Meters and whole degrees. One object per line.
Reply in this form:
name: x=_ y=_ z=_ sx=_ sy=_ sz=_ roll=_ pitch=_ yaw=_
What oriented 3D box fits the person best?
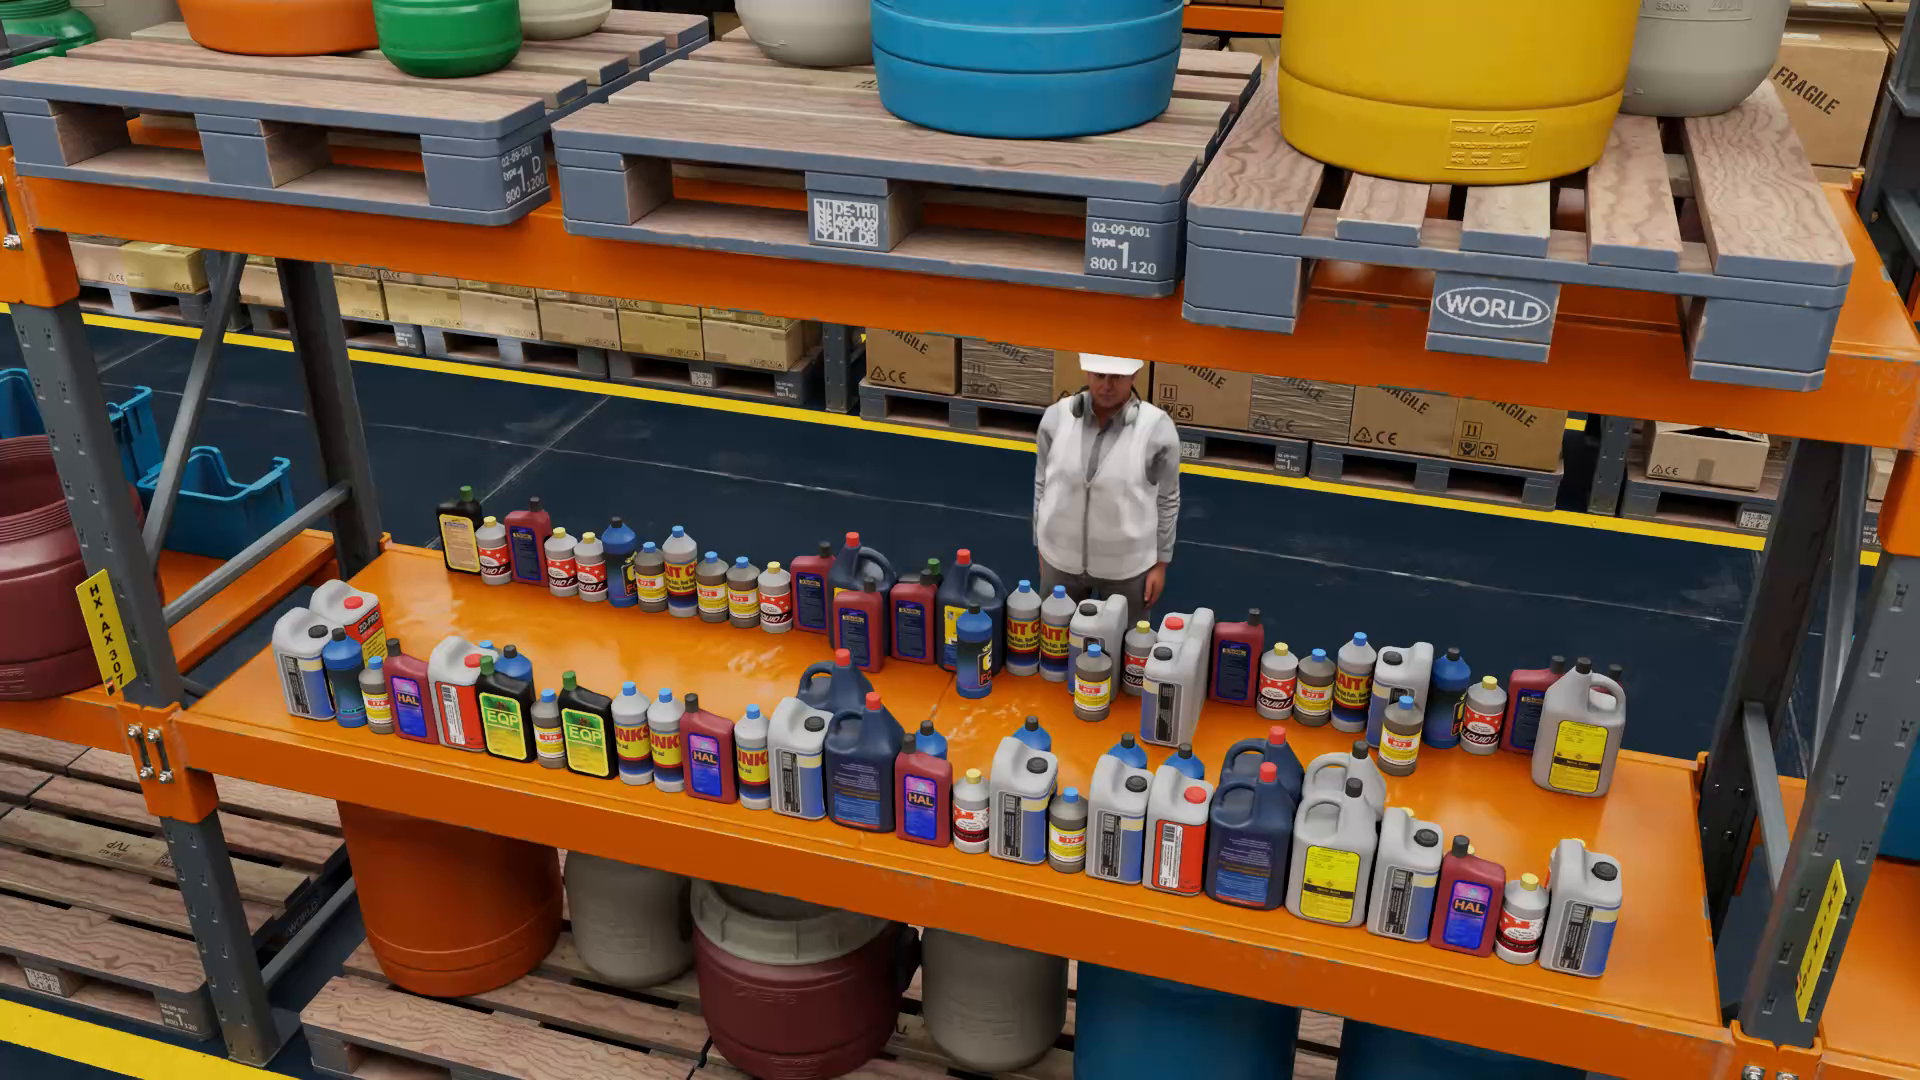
person: x=0.509 y=0.060 z=5.993 sx=0.528 sy=1.769 sz=0.356 roll=9 pitch=30 yaw=16
